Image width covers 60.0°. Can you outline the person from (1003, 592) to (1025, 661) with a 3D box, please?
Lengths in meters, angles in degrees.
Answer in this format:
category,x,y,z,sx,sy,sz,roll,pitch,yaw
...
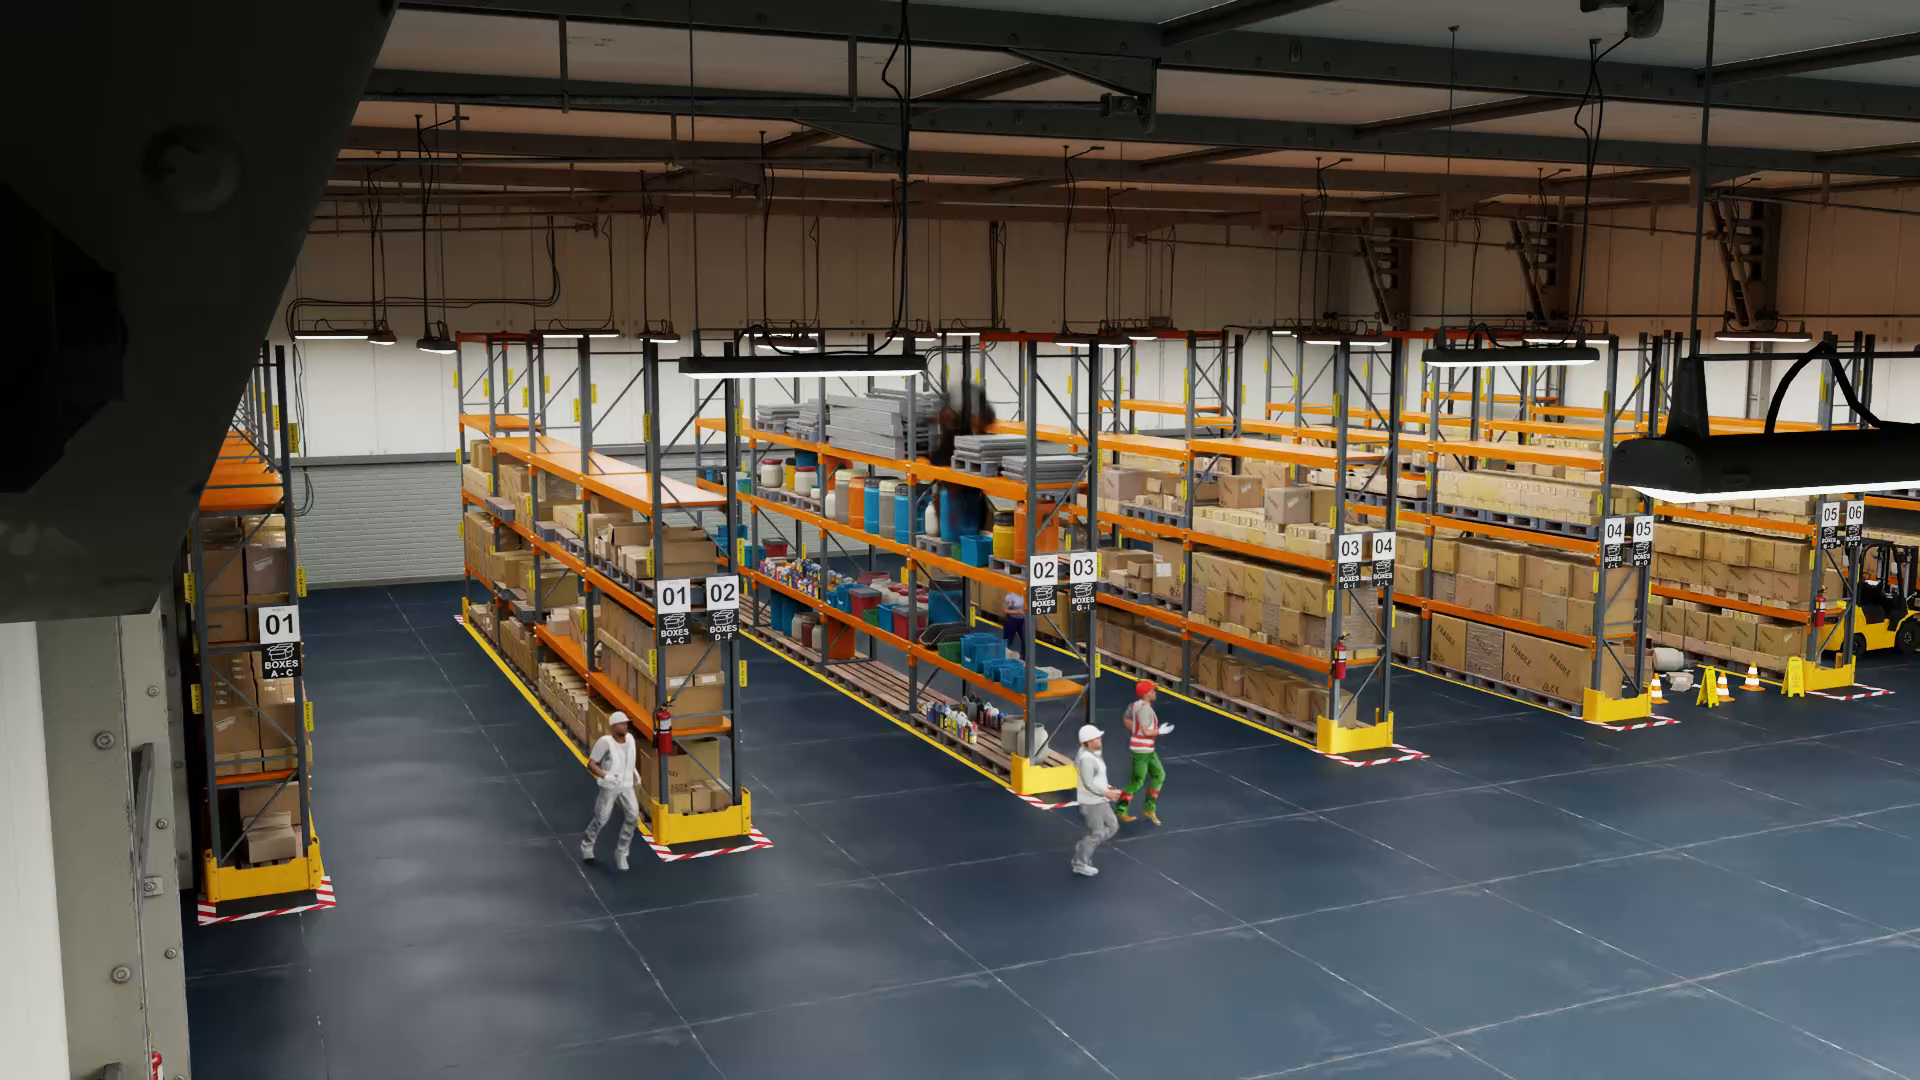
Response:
category,x,y,z,sx,sy,sz,roll,pitch,yaw
person,0.972,1.521,29.726,0.568,1.648,0.901,-6,10,-36

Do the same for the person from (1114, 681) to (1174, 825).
category,x,y,z,sx,sy,sz,roll,pitch,yaw
person,2.290,2.667,20.793,0.749,1.836,0.654,1,8,5

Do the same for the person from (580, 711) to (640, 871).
category,x,y,z,sx,sy,sz,roll,pitch,yaw
person,-3.984,2.883,19.285,0.702,1.810,0.744,7,11,44

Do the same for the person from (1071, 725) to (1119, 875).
category,x,y,z,sx,sy,sz,roll,pitch,yaw
person,1.537,2.938,18.891,0.542,1.731,0.672,1,8,5
